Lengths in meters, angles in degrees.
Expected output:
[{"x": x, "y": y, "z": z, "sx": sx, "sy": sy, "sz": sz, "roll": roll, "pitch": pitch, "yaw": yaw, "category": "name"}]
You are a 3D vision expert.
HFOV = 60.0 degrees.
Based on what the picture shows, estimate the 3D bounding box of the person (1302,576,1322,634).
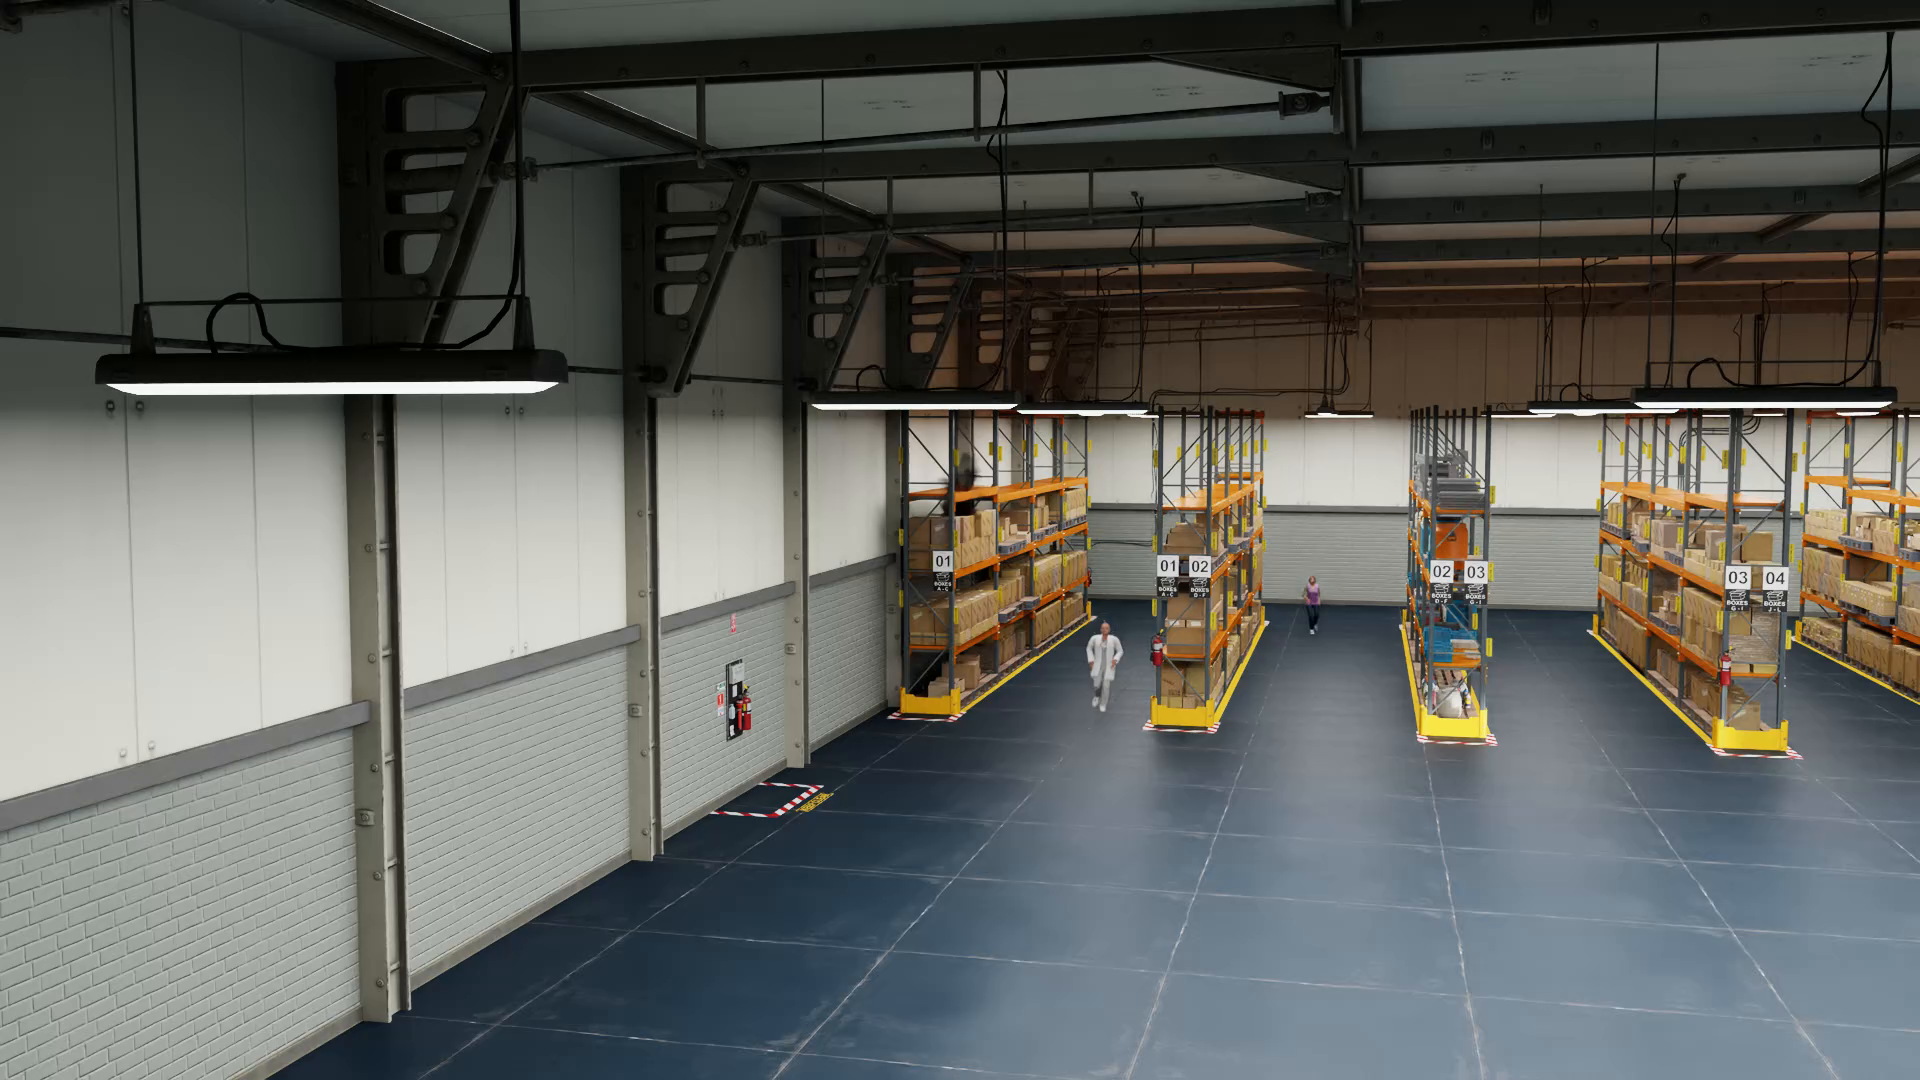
[{"x": 9.450, "y": 1.743, "z": 44.605, "sx": 0.545, "sy": 1.565, "sz": 0.527, "roll": 0, "pitch": 4, "yaw": 4, "category": "person"}]

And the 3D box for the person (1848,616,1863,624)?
[{"x": 23.936, "y": 1.647, "z": 44.541, "sx": 0.730, "sy": 1.822, "sz": 0.674, "roll": 0, "pitch": 4, "yaw": -6, "category": "person"}]

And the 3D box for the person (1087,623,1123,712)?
[{"x": 2.830, "y": 2.481, "z": 32.513, "sx": 0.718, "sy": 1.736, "sz": 0.614, "roll": 1, "pitch": 4, "yaw": 7, "category": "person"}]
